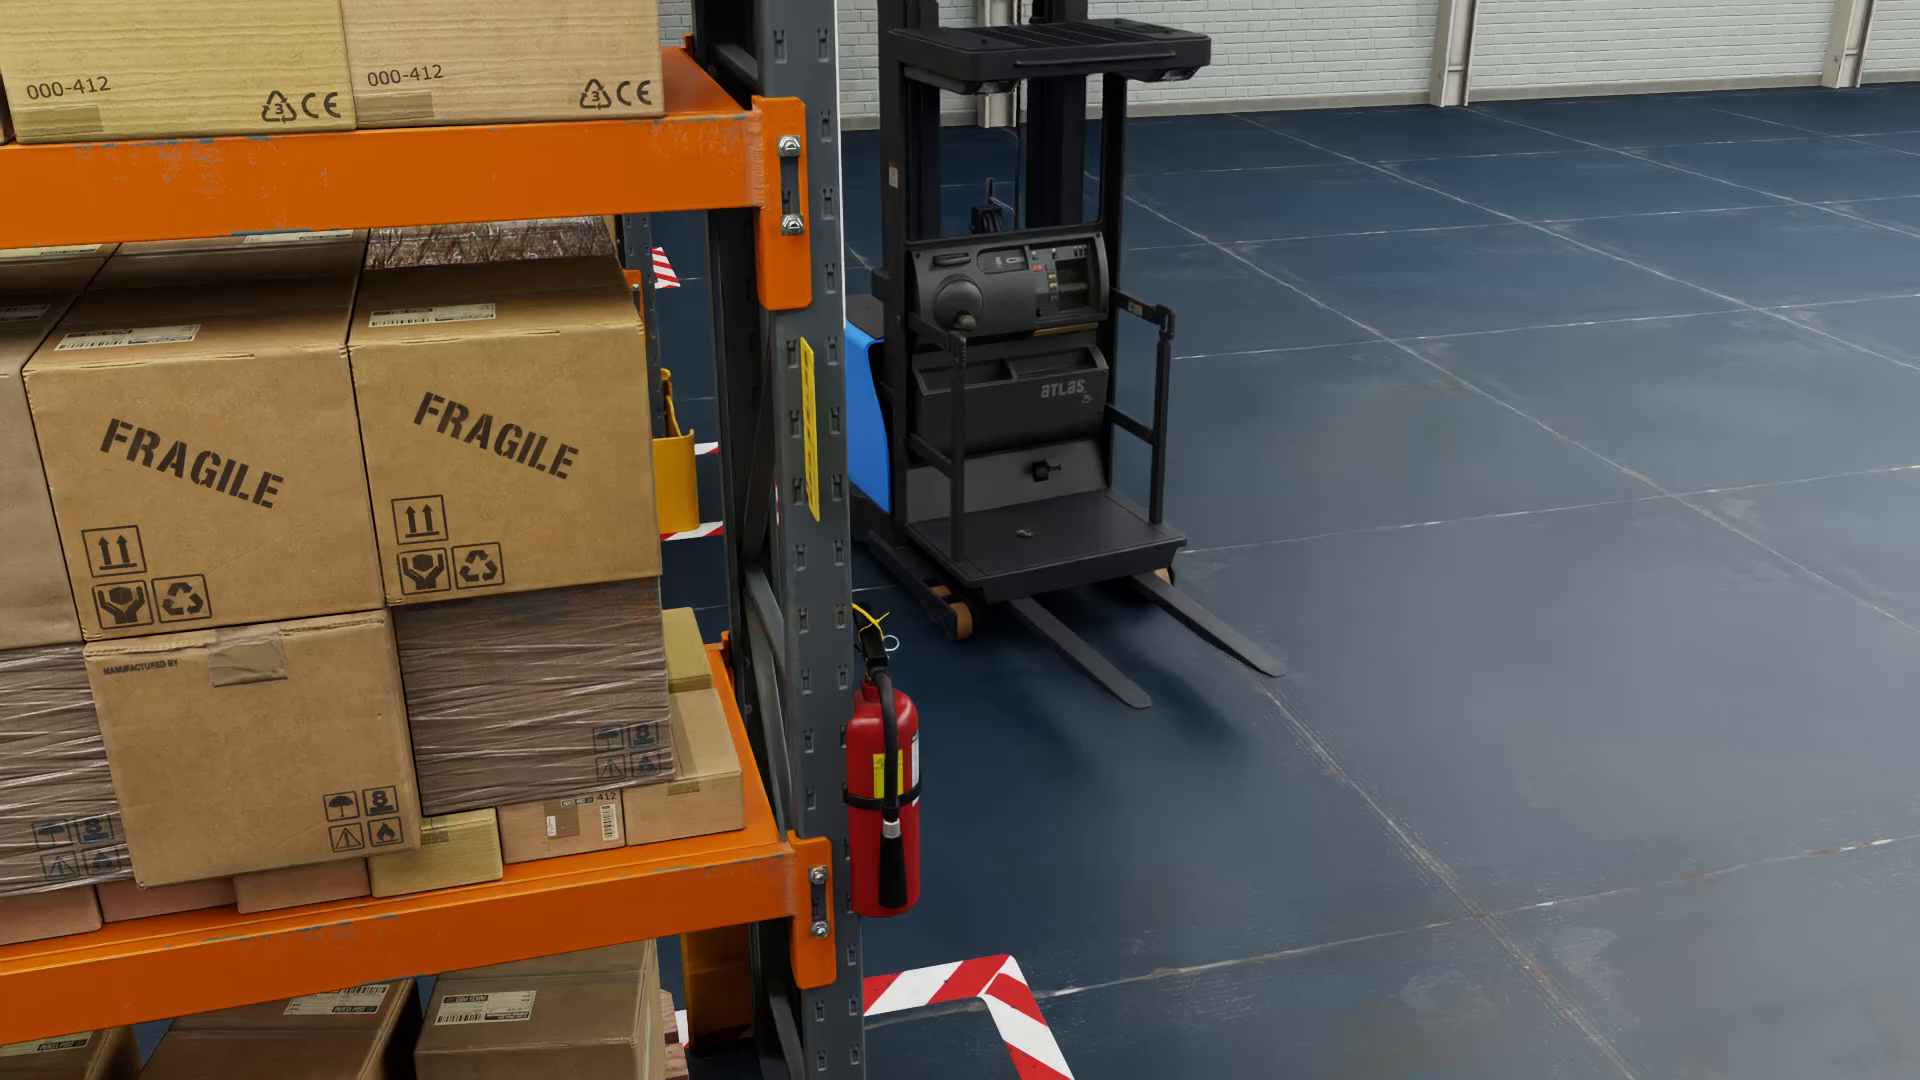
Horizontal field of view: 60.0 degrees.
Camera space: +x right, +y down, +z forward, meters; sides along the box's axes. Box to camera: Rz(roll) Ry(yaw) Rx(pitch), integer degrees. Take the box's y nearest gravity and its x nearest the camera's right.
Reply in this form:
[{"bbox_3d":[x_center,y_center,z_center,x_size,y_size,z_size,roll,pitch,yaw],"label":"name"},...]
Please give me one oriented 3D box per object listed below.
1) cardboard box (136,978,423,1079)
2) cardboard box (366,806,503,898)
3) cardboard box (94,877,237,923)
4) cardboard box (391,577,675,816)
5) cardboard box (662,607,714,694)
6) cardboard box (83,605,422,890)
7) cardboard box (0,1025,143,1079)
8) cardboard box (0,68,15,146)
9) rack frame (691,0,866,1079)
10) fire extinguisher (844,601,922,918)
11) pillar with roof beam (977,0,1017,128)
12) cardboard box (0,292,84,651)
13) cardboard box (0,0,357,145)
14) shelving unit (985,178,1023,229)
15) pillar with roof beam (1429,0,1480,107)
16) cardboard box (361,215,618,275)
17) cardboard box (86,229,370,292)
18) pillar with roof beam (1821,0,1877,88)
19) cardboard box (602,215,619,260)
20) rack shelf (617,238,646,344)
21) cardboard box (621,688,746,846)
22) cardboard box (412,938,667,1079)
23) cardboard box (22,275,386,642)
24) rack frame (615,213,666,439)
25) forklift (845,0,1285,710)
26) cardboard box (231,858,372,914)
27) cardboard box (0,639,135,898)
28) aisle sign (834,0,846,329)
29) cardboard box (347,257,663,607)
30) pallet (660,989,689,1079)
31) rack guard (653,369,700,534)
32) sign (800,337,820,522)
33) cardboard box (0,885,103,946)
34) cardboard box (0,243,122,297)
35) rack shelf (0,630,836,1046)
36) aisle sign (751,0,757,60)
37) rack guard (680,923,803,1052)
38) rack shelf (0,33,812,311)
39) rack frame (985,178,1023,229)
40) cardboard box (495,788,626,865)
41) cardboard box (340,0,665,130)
[{"bbox_3d":[-1.577,1.356,3.923,0.500,0.500,0.500,0,23,0],"label":"cardboard box"},{"bbox_3d":[-1.092,0.560,3.458,0.250,0.149,0.380,-6,24,-14],"label":"cardboard box"},{"bbox_3d":[-1.588,0.592,3.385,0.250,0.149,0.380,-6,24,-14],"label":"cardboard box"},{"bbox_3d":[-0.942,0.129,3.641,0.500,0.500,0.875,-6,24,-14],"label":"cardboard box"},{"bbox_3d":[-0.744,0.319,4.021,0.250,0.149,0.380,-6,24,-14],"label":"cardboard box"},{"bbox_3d":[-1.391,0.228,3.410,0.500,0.500,0.875,-6,24,-14],"label":"cardboard box"},{"bbox_3d":[-2.185,1.416,3.784,0.500,0.500,0.500,-4,24,-9],"label":"cardboard box"},{"bbox_3d":[-1.776,-0.792,2.679,0.500,0.250,0.500,-6,24,-13],"label":"cardboard box"},{"bbox_3d":[-0.405,0.264,3.831,0.127,3.000,1.000,-6,24,-14],"label":"rack frame"},{"bbox_3d":[-0.171,0.462,3.467,0.183,0.674,0.296,-6,24,-14],"label":"fire extinguisher"},{"bbox_3d":[1.599,-7.412,14.113,0.400,9.000,9.100,-6,24,-14],"label":"pillar with roof beam"},{"bbox_3d":[-1.830,-0.118,2.950,0.500,0.500,0.500,-6,24,-14],"label":"cardboard box"},{"bbox_3d":[-1.281,-0.844,2.799,0.500,0.250,0.500,-6,24,-14],"label":"cardboard box"},{"bbox_3d":[-0.250,-1.120,8.959,1.048,1.500,0.538,-8,24,-17],"label":"shelving unit"},{"bbox_3d":[7.376,-8.051,15.602,0.400,9.000,9.100,-6,24,-14],"label":"pillar with roof beam"},{"bbox_3d":[-1.008,-0.423,3.660,0.500,0.500,0.500,-6,24,-14],"label":"cardboard box"},{"bbox_3d":[-1.492,-0.373,3.543,0.500,0.500,0.500,-6,24,-14],"label":"cardboard box"},{"bbox_3d":[13.153,-8.691,17.092,0.400,9.000,9.100,-6,24,-14],"label":"pillar with roof beam"},{"bbox_3d":[-1.993,-1.642,8.083,0.550,0.550,0.875,-6,24,-14],"label":"cardboard box"},{"bbox_3d":[-3.573,-1.087,7.890,4.000,0.370,1.077,-6,24,-14],"label":"rack shelf"},{"bbox_3d":[-0.624,0.488,3.628,0.250,0.149,0.380,-6,24,-14],"label":"cardboard box"},{"bbox_3d":[-1.011,1.280,4.101,0.500,0.500,0.500,-2,23,-5],"label":"cardboard box"},{"bbox_3d":[-1.348,-0.171,3.071,0.500,0.500,0.500,-6,24,-14],"label":"cardboard box"},{"bbox_3d":[-1.648,-1.630,8.245,0.127,3.000,1.000,-6,24,-14],"label":"rack frame"},{"bbox_3d":[0.322,-1.106,7.111,1.130,2.935,3.031,-11,25,-23],"label":"forklift"},{"bbox_3d":[-1.336,0.581,3.410,0.250,0.149,0.380,-6,24,-14],"label":"cardboard box"},{"bbox_3d":[-1.884,0.265,3.325,0.500,0.500,0.875,-6,24,-14],"label":"cardboard box"},{"bbox_3d":[-0.265,-0.824,3.069,0.004,0.787,0.394,-6,24,-14],"label":"aisle sign"},{"bbox_3d":[-0.868,-0.226,3.201,0.500,0.500,0.500,-6,24,-14],"label":"cardboard box"},{"bbox_3d":[-1.270,1.626,4.192,1.213,0.211,1.003,-6,24,-14],"label":"pallet"},{"bbox_3d":[-1.625,-0.484,8.744,0.348,0.500,1.175,-6,24,-14],"label":"rack guard"},{"bbox_3d":[-0.275,-0.201,3.045,0.005,0.325,0.100,-6,24,-14],"label":"sign"},{"bbox_3d":[-1.823,0.627,3.303,0.250,0.149,0.380,-6,24,-14],"label":"cardboard box"},{"bbox_3d":[-1.973,-0.319,3.417,0.500,0.500,0.500,-6,24,-14],"label":"cardboard box"},{"bbox_3d":[-2.331,0.807,3.477,4.000,0.370,1.077,-6,24,-14],"label":"rack shelf"},{"bbox_3d":[-0.427,-1.051,3.600,0.004,0.787,0.394,-6,24,-14],"label":"aisle sign"},{"bbox_3d":[-0.478,1.421,4.305,0.348,0.500,1.175,-6,24,-14],"label":"rack guard"},{"bbox_3d":[-2.331,-0.571,2.885,4.000,0.370,1.077,-6,24,-14],"label":"rack shelf"},{"bbox_3d":[0.232,-1.185,9.110,0.032,1.500,0.500,-8,24,-17],"label":"rack frame"},{"bbox_3d":[-0.865,0.514,3.566,0.250,0.149,0.380,-6,24,-14],"label":"cardboard box"},{"bbox_3d":[-0.801,-0.898,2.925,0.500,0.250,0.500,-6,24,-13],"label":"cardboard box"}]
